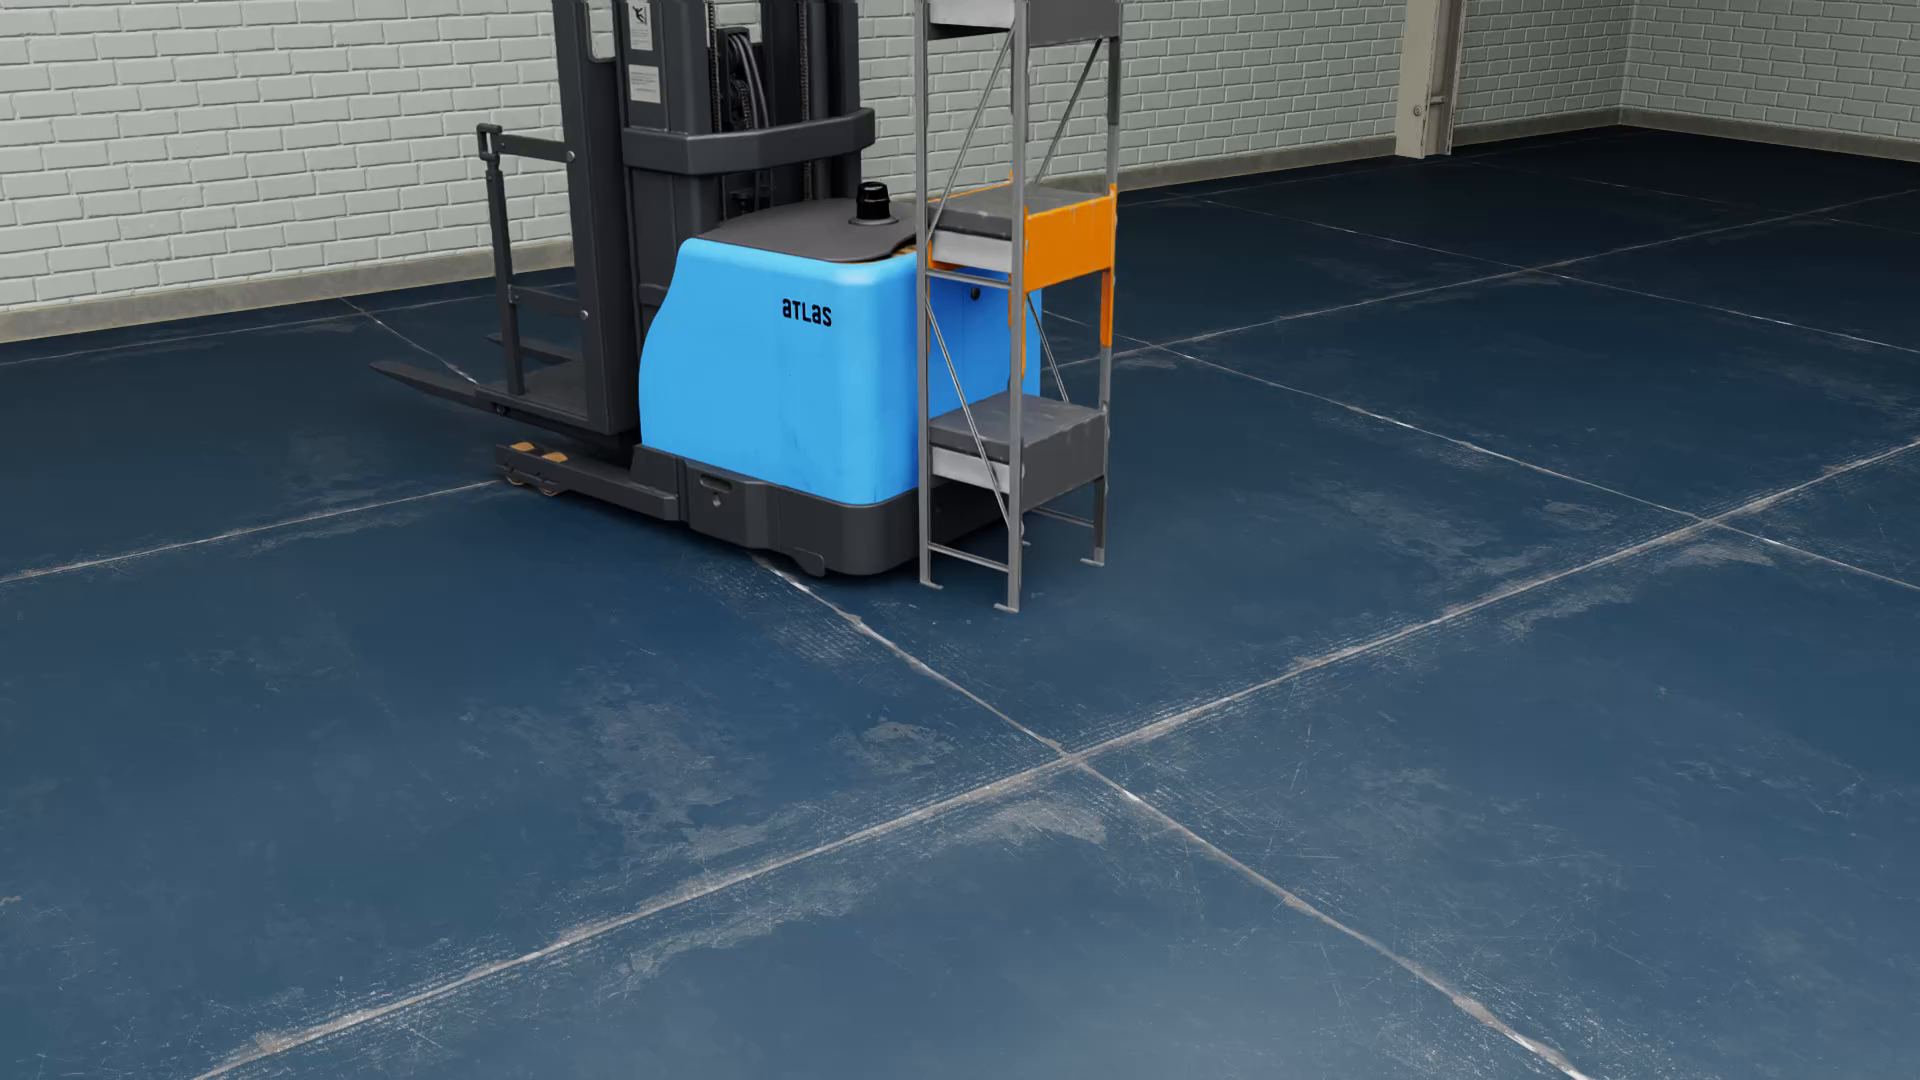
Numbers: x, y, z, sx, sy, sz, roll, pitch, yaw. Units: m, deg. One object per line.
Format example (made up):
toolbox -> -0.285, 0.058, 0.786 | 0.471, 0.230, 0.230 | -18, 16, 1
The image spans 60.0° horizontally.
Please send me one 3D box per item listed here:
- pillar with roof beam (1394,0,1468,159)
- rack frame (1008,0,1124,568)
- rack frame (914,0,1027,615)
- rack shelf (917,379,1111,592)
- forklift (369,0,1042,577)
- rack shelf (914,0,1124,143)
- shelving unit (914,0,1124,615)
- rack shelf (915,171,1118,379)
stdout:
pillar with roof beam -> 6.424, -6.152, 9.173 | 0.400, 9.000, 9.100 | -15, 26, -33
rack frame -> 0.330, -0.927, 5.386 | 0.400, 2.100, 0.015 | 16, 27, 35
rack frame -> 0.027, -0.785, 5.030 | 0.400, 2.100, 0.015 | 16, 27, 35
rack shelf -> 0.179, -0.193, 5.473 | 0.431, 0.518, 0.480 | 16, 27, 35
forklift -> -1.167, -1.663, 6.110 | 3.031, 2.935, 1.130 | 16, 27, 35
rack shelf -> 0.179, -1.493, 4.954 | 0.431, 0.518, 0.480 | 16, 27, 35
shelving unit -> 0.179, -0.856, 5.208 | 0.431, 2.100, 0.503 | 16, 27, 35
rack shelf -> 0.179, -0.843, 5.213 | 0.431, 0.518, 0.480 | 16, 27, 35
